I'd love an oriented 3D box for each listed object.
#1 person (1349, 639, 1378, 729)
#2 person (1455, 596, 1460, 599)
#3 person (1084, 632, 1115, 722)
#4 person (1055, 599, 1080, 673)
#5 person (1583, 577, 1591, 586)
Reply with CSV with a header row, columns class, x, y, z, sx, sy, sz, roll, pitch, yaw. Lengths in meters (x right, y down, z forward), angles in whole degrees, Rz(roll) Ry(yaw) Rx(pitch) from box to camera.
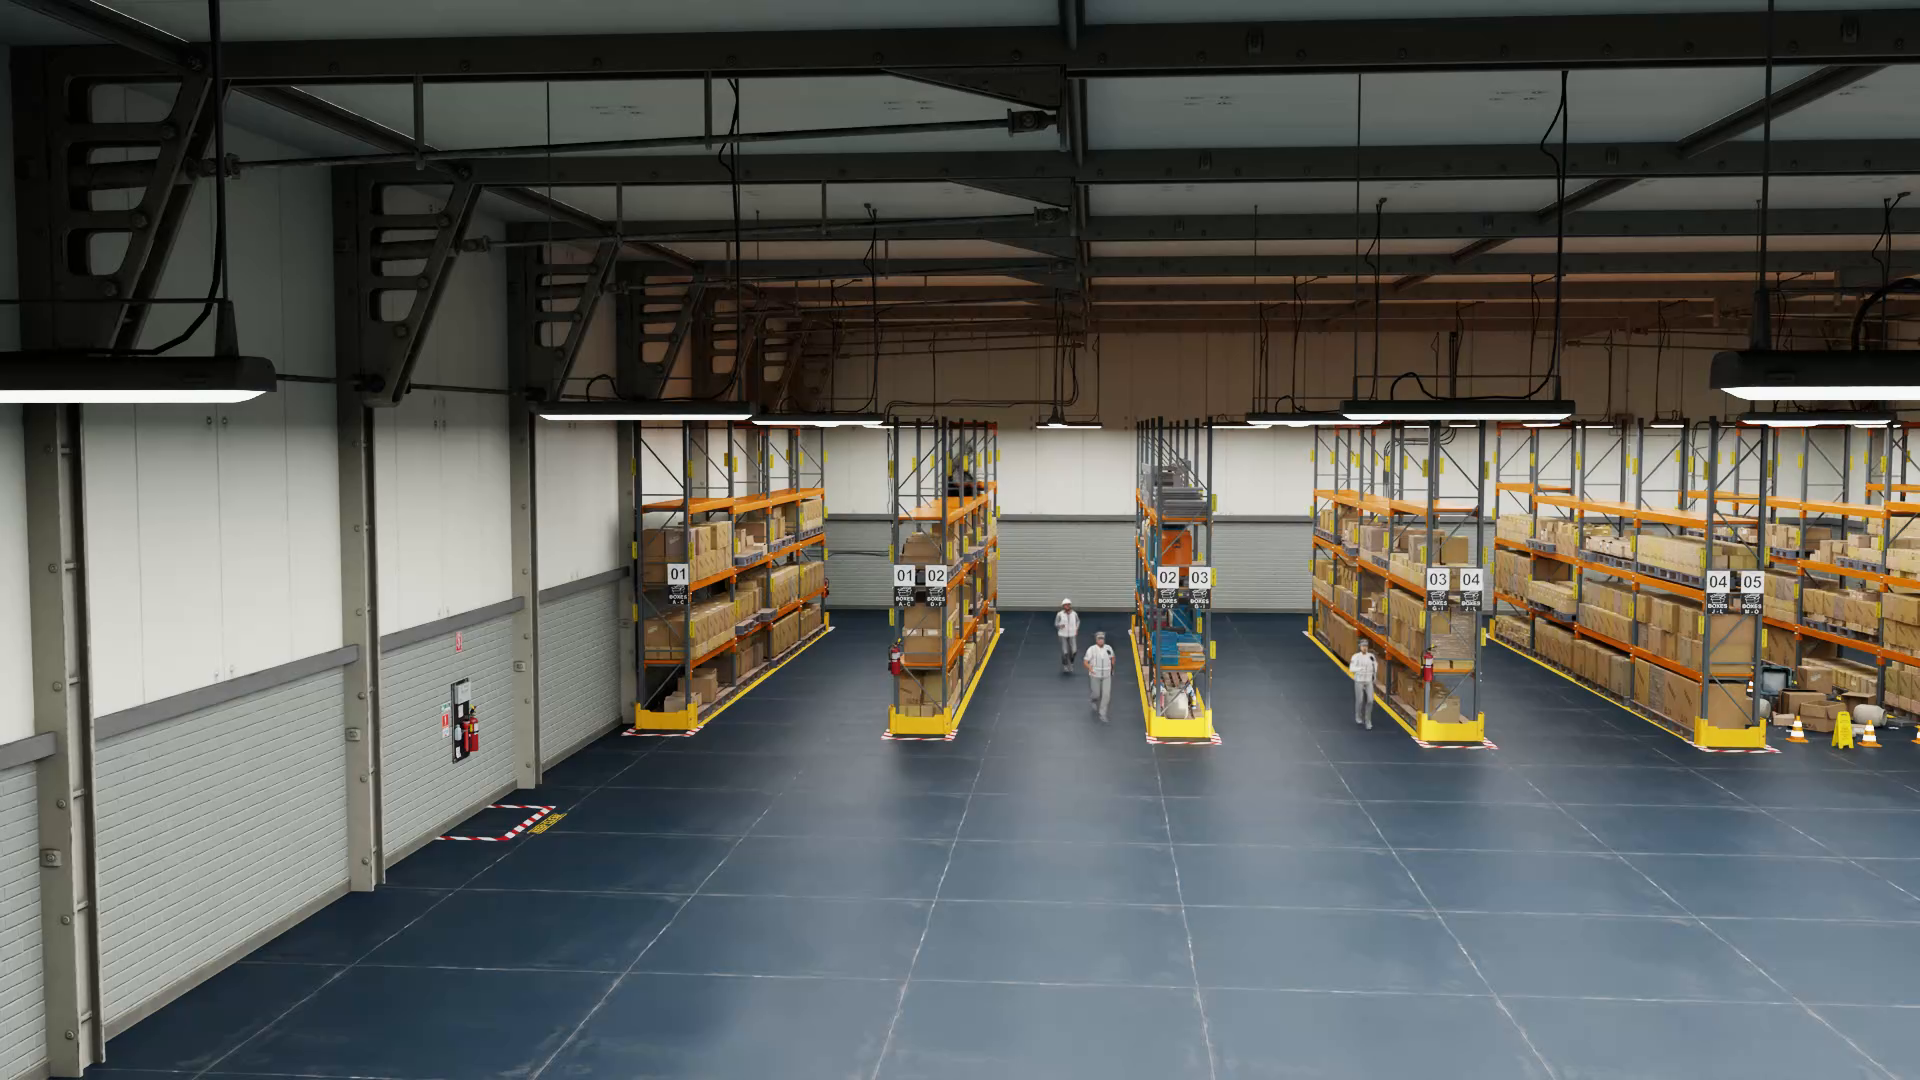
class,x,y,z,sx,sy,sz,roll,pitch,yaw
person,7.825,2.778,32.186,0.593,1.750,0.697,0,4,3
person,13.701,1.788,46.580,0.790,1.740,1.008,2,4,32
person,2.798,2.697,33.146,0.663,1.772,0.816,-1,4,-8
person,2.564,2.278,39.364,0.639,1.767,0.647,0,4,-5
person,17.884,1.846,47.354,0.830,1.598,0.538,0,4,6
